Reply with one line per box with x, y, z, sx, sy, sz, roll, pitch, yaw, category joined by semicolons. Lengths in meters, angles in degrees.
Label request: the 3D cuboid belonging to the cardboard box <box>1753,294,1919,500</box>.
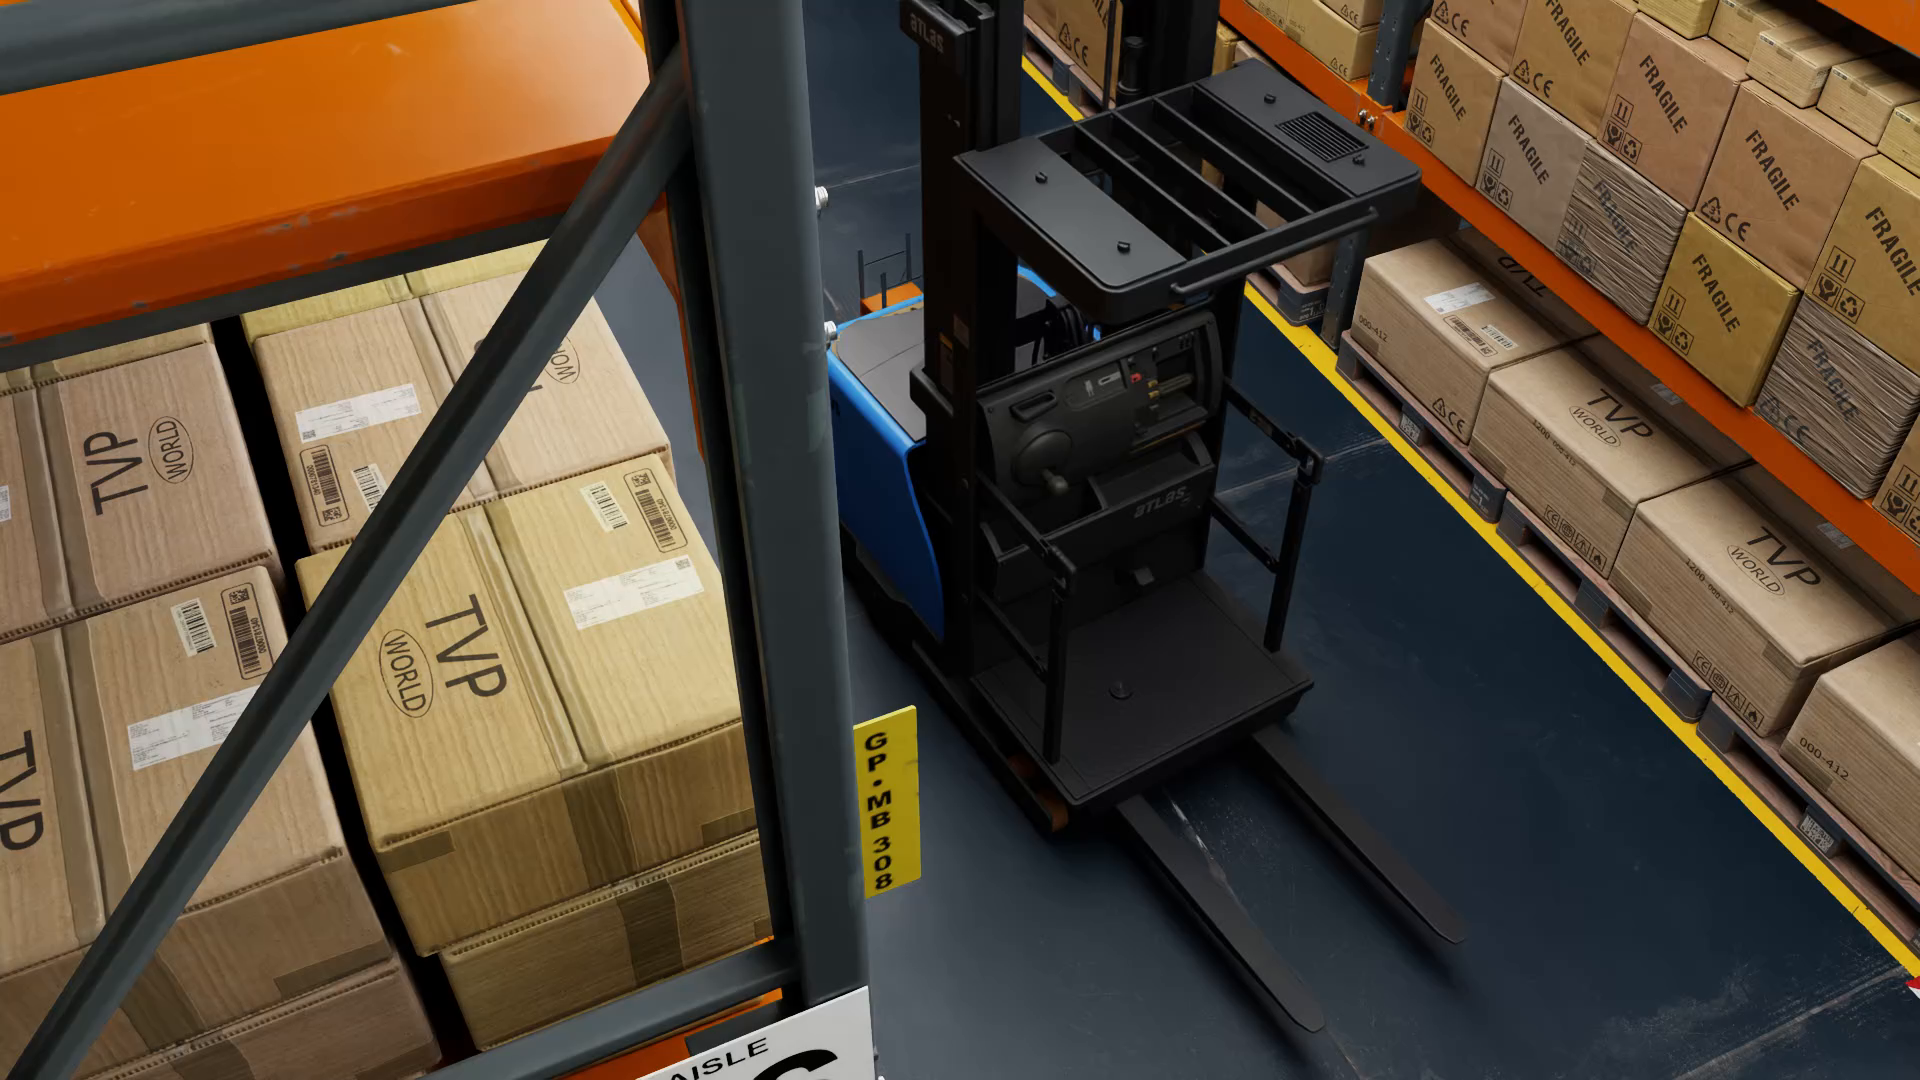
3.050;-0.532;5.451;0.500;0.500;0.500;-17;47;-16;cardboard box

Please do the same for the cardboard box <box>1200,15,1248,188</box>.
1.514;-2.505;8.736;0.875;0.875;0.875;-17;47;-16;cardboard box

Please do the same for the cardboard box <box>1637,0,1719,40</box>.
2.534;-1.848;5.611;0.380;0.149;0.250;-19;48;-19;cardboard box

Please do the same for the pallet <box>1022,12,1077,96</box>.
0.815;-3.199;10.210;1.003;0.211;1.213;-18;47;-17;pallet

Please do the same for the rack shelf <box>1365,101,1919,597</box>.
3.075;-0.636;6.140;1.077;0.370;4.000;-18;47;-17;rack shelf

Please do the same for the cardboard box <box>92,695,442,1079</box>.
-1.020;0.527;2.208;0.500;0.250;0.500;-19;48;-18;cardboard box

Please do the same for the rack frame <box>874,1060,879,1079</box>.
-0.586;1.850;3.108;1.000;3.000;0.127;-18;47;-17;rack frame

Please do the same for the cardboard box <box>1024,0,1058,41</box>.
0.767;-3.644;9.890;0.875;0.875;0.875;-18;48;-18;cardboard box

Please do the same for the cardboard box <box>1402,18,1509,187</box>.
2.194;-1.826;6.763;0.500;0.500;0.500;-17;47;-16;cardboard box

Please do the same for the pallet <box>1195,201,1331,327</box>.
1.841;-1.644;8.635;1.003;0.211;1.213;-18;47;-17;pallet

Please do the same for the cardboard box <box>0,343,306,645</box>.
-1.244;0.020;2.367;0.500;0.250;0.500;-19;48;-19;cardboard box

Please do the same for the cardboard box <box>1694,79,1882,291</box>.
2.836;-1.208;5.424;0.500;0.500;0.500;-18;47;-18;cardboard box

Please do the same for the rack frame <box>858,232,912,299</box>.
-0.301;-0.763;7.037;0.240;1.200;0.006;-23;49;-22;rack frame

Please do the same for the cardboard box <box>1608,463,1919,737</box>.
3.155;0.173;6.333;0.875;0.438;0.875;-17;47;-16;cardboard box

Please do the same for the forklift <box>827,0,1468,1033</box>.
0.599;-0.361;5.398;1.130;2.935;3.031;-23;49;-22;forklift

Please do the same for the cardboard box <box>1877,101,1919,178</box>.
2.997;-1.207;4.961;0.380;0.149;0.250;-17;47;-16;cardboard box

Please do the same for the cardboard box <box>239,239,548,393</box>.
-0.965;-0.451;2.843;0.500;0.250;0.500;-19;48;-18;cardboard box

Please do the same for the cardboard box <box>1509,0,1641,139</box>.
2.421;-1.860;6.085;0.500;0.500;0.500;-19;48;-18;cardboard box

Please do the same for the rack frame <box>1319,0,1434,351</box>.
2.234;-2.167;7.179;1.000;3.000;0.127;-18;47;-17;rack frame

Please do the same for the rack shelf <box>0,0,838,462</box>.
-1.427;-1.302;2.546;1.077;0.370;4.000;-18;47;-17;rack shelf

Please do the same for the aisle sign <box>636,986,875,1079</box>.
-0.291;0.882;2.239;0.394;0.787;0.004;-18;47;-17;aisle sign

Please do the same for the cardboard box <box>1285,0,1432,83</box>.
1.817;-2.325;7.446;0.500;0.250;0.500;-19;48;-18;cardboard box

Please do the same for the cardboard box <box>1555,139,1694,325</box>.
2.605;-1.185;6.113;0.500;0.500;0.500;-18;47;-17;cardboard box

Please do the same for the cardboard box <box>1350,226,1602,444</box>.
2.401;-0.973;7.494;0.875;0.438;0.875;-19;48;-18;cardboard box

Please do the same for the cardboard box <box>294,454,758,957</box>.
-0.545;0.195;2.189;0.500;0.250;0.500;-19;48;-18;cardboard box

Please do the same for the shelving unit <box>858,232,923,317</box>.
-0.253;-0.708;6.982;0.258;1.200;0.189;-23;49;-22;shelving unit

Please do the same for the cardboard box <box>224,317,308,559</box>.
-1.453;-0.118;2.862;0.500;0.250;0.500;-19;48;-18;cardboard box

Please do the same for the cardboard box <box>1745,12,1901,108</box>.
2.755;-1.535;5.294;0.380;0.149;0.250;-18;47;-17;cardboard box

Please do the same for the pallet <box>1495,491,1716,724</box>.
3.000;0.112;6.855;1.003;0.211;1.213;-18;47;-17;pallet

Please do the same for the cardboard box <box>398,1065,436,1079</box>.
-0.930;0.736;2.280;0.380;0.149;0.250;-17;47;-16;cardboard box

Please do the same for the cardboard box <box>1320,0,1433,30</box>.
1.828;-2.501;7.268;0.500;0.250;0.500;-18;47;-17;cardboard box
